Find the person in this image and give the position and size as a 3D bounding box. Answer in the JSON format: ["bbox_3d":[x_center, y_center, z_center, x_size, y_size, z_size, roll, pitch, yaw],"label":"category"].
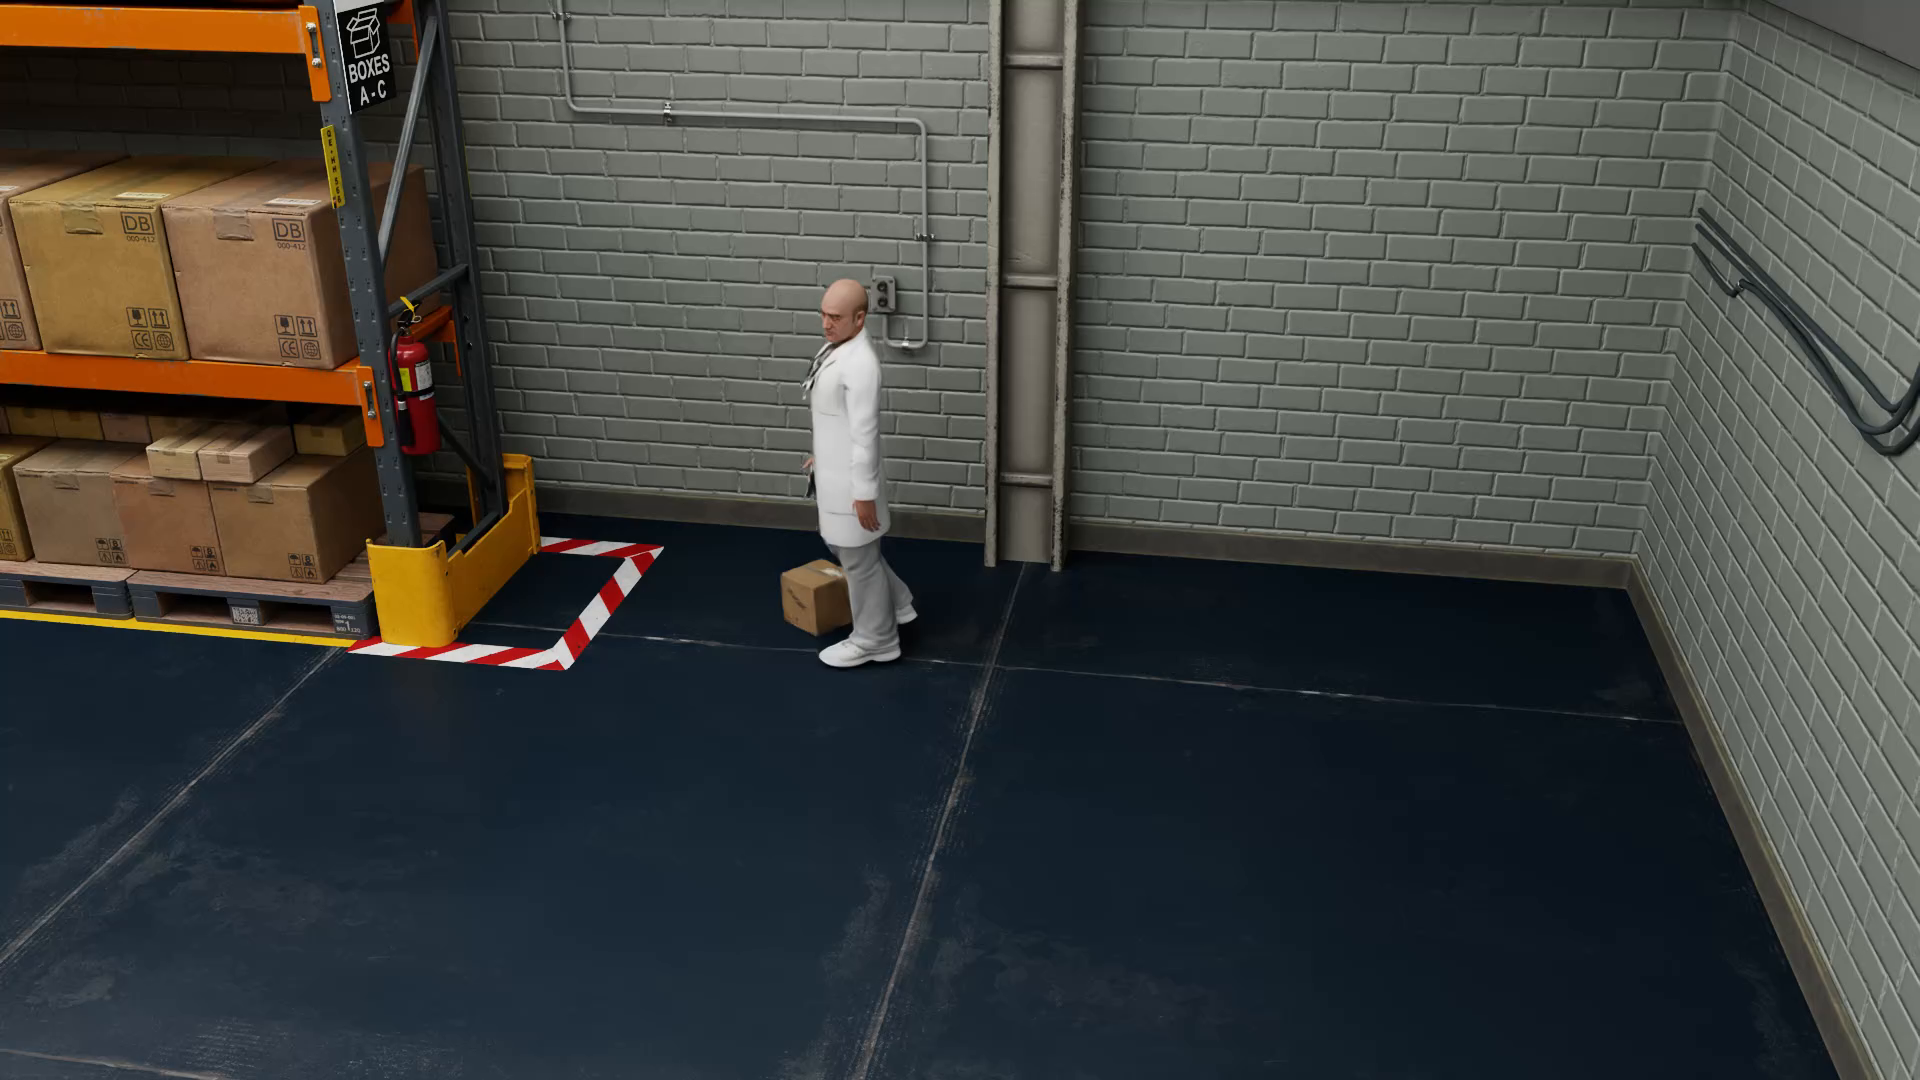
[{"bbox_3d":[-0.437,-0.300,7.234,0.501,1.770,0.751,-3,25,-6],"label":"person"}]
